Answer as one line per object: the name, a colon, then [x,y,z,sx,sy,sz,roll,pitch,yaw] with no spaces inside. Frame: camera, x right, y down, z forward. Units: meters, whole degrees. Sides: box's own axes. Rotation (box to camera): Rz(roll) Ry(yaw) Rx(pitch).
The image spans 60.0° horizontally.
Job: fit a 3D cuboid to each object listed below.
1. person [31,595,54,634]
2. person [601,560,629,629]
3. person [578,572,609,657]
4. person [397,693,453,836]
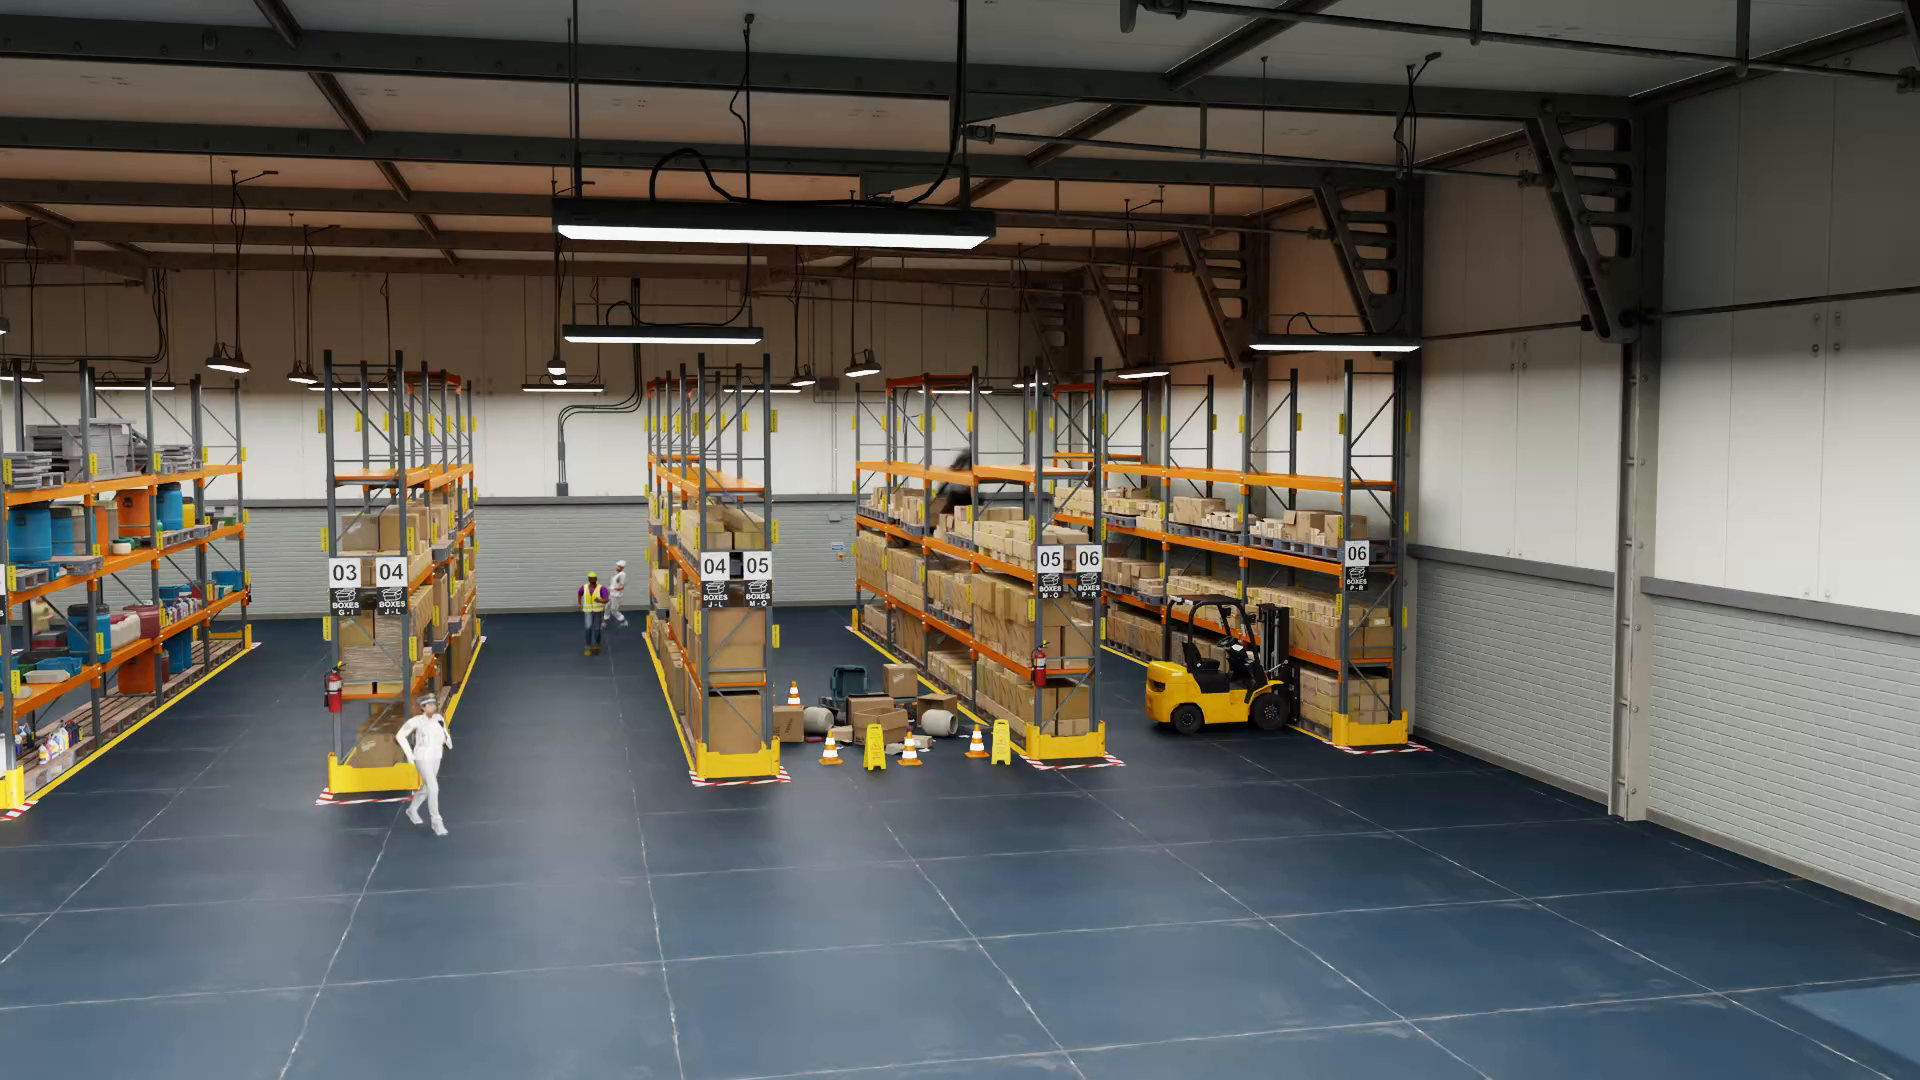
person: [-18.622,1.830,33.653,0.541,1.691,0.779,-2,4,-23]
person: [-8.354,1.347,40.007,0.808,1.739,0.779,-2,4,-23]
person: [-7.960,1.514,36.111,0.673,1.661,0.779,-1,4,-11]
person: [-6.558,2.733,20.488,0.799,1.731,0.606,2,5,30]
